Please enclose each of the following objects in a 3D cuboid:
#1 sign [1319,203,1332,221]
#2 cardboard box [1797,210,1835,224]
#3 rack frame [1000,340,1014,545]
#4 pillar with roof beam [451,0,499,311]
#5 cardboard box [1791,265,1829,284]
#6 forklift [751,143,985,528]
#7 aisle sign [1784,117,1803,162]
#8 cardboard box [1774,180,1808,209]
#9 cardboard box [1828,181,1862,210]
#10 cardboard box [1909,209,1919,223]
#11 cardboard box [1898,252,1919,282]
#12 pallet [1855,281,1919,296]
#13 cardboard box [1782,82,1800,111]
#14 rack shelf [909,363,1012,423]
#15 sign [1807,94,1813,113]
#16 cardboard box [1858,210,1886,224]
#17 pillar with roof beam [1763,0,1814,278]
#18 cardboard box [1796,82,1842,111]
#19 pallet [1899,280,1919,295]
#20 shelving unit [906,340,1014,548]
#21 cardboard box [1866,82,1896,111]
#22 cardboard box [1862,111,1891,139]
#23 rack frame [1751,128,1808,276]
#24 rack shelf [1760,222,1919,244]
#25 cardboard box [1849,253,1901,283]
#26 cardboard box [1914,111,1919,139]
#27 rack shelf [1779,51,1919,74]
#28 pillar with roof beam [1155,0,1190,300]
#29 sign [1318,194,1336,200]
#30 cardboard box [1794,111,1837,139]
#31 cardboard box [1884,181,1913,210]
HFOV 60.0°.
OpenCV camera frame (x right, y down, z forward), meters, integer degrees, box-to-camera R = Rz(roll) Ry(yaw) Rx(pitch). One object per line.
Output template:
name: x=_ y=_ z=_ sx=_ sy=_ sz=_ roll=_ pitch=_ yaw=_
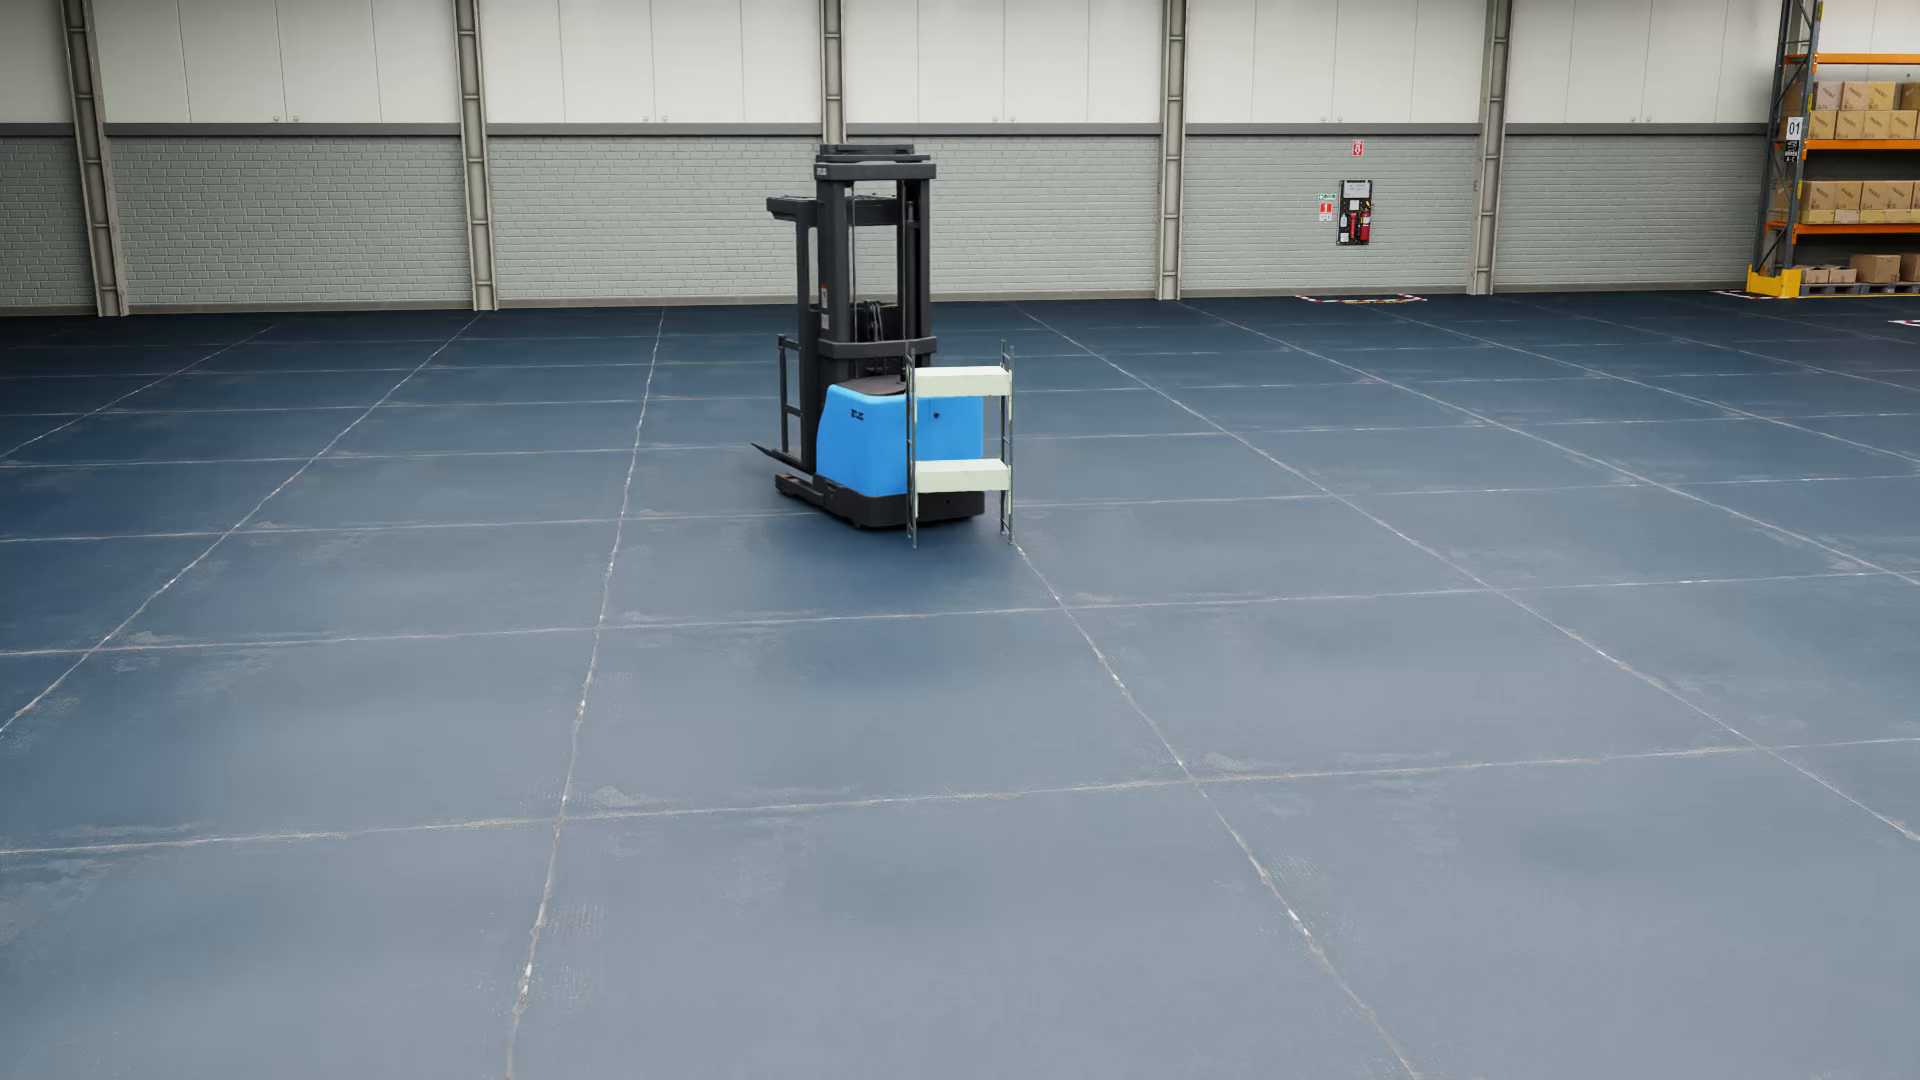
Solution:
sign: x=6.684 y=-5.996 z=30.391 sx=0.234 sy=0.329 sz=0.001 roll=-2 pitch=14 yaw=-8
cardboard box: x=15.595 y=-5.917 z=30.415 sx=0.500 sy=0.250 sz=0.500 roll=-3 pitch=14 yaw=-10
rack frame: x=0.355 y=-0.740 z=12.591 sx=0.023 sy=1.500 sz=0.400 roll=-2 pitch=14 yaw=-8
pillar with roof beam: x=-7.462 y=-7.277 z=23.237 sx=0.400 sy=9.000 sz=9.100 roll=-2 pitch=14 yaw=-8
cardboard box: x=15.763 y=-4.951 z=30.921 sx=0.500 sy=0.311 sz=0.500 roll=-4 pitch=15 yaw=-15
forklift: x=-0.936 y=-1.826 z=13.976 sx=1.130 sy=2.935 sz=3.031 roll=-7 pitch=16 yaw=-27
aisle sign: x=15.039 y=-7.225 z=30.019 sx=0.004 sy=0.787 sz=0.394 roll=-2 pitch=14 yaw=-8
cardboard box: x=15.500 y=-6.407 z=30.830 sx=0.500 sy=0.500 sz=0.500 roll=-2 pitch=14 yaw=-9
cardboard box: x=16.072 y=-6.300 z=30.401 sx=0.500 sy=0.500 sz=0.500 roll=-2 pitch=14 yaw=-8
cardboard box: x=17.608 y=-5.992 z=30.717 sx=0.500 sy=0.250 sz=0.500 roll=-2 pitch=14 yaw=-9
cardboard box: x=18.000 y=-5.137 z=31.274 sx=0.500 sy=0.500 sz=0.500 roll=-3 pitch=14 yaw=-13
pallet: x=17.153 y=-4.753 z=31.240 sx=1.213 sy=0.211 sz=1.003 roll=-2 pitch=14 yaw=-8
cardboard box: x=15.453 y=-8.115 z=30.445 sx=0.500 sy=0.500 sz=0.500 roll=-1 pitch=14 yaw=-6
rack shelf: x=-0.007 y=-1.106 z=12.443 sx=0.720 sy=0.370 sz=0.431 roll=-2 pitch=14 yaw=-8
sign: x=15.146 y=-7.787 z=29.642 sx=0.005 sy=0.325 sz=0.100 roll=-2 pitch=14 yaw=-8
cardboard box: x=16.611 y=-5.956 z=30.572 sx=0.500 sy=0.250 sz=0.500 roll=-2 pitch=14 yaw=-9
pillar with roof beam: x=16.270 y=-8.146 z=26.705 sx=0.400 sy=9.000 sz=9.100 roll=-2 pitch=14 yaw=-8
cardboard box: x=15.482 y=-7.992 z=29.955 sx=0.500 sy=0.500 sz=0.500 roll=-3 pitch=14 yaw=-12
pallet: x=18.362 y=-4.798 z=31.420 sx=1.213 sy=0.211 sz=1.003 roll=-2 pitch=14 yaw=-8
shelving unit: x=-0.007 y=-0.727 z=12.538 sx=0.755 sy=1.500 sz=0.431 roll=-2 pitch=14 yaw=-8
cardboard box: x=16.491 y=-8.019 z=30.064 sx=0.500 sy=0.500 sz=0.500 roll=-2 pitch=14 yaw=-7
cardboard box: x=16.482 y=-7.534 z=30.185 sx=0.500 sy=0.500 sz=0.500 roll=-1 pitch=14 yaw=-6
rack frame: x=15.065 y=-6.038 z=30.633 sx=0.127 sy=3.000 sz=1.000 roll=-2 pitch=14 yaw=-8
rack shelf: x=17.043 y=-5.762 z=31.010 sx=4.000 sy=0.370 sz=1.077 roll=-2 pitch=14 yaw=-8
cardboard box: x=17.059 y=-5.078 z=31.038 sx=0.500 sy=0.500 sz=0.700 roll=-3 pitch=14 yaw=-12
cardboard box: x=17.514 y=-7.574 z=30.345 sx=0.500 sy=0.500 sz=0.500 roll=-3 pitch=14 yaw=-11
rack shelf: x=17.043 y=-8.670 z=30.281 sx=4.000 sy=0.370 sz=1.077 roll=-2 pitch=14 yaw=-8
pillar with roof beam: x=4.404 y=-7.711 z=24.971 sx=0.400 sy=9.000 sz=9.100 roll=-2 pitch=14 yaw=-8
sign: x=6.690 y=-6.251 z=30.319 sx=0.331 sy=0.109 sz=0.001 roll=-2 pitch=14 yaw=-8
cardboard box: x=15.433 y=-7.504 z=30.063 sx=0.500 sy=0.500 sz=0.500 roll=-2 pitch=14 yaw=-7
cardboard box: x=17.093 y=-6.338 z=30.555 sx=0.500 sy=0.500 sz=0.500 roll=-2 pitch=14 yaw=-7
